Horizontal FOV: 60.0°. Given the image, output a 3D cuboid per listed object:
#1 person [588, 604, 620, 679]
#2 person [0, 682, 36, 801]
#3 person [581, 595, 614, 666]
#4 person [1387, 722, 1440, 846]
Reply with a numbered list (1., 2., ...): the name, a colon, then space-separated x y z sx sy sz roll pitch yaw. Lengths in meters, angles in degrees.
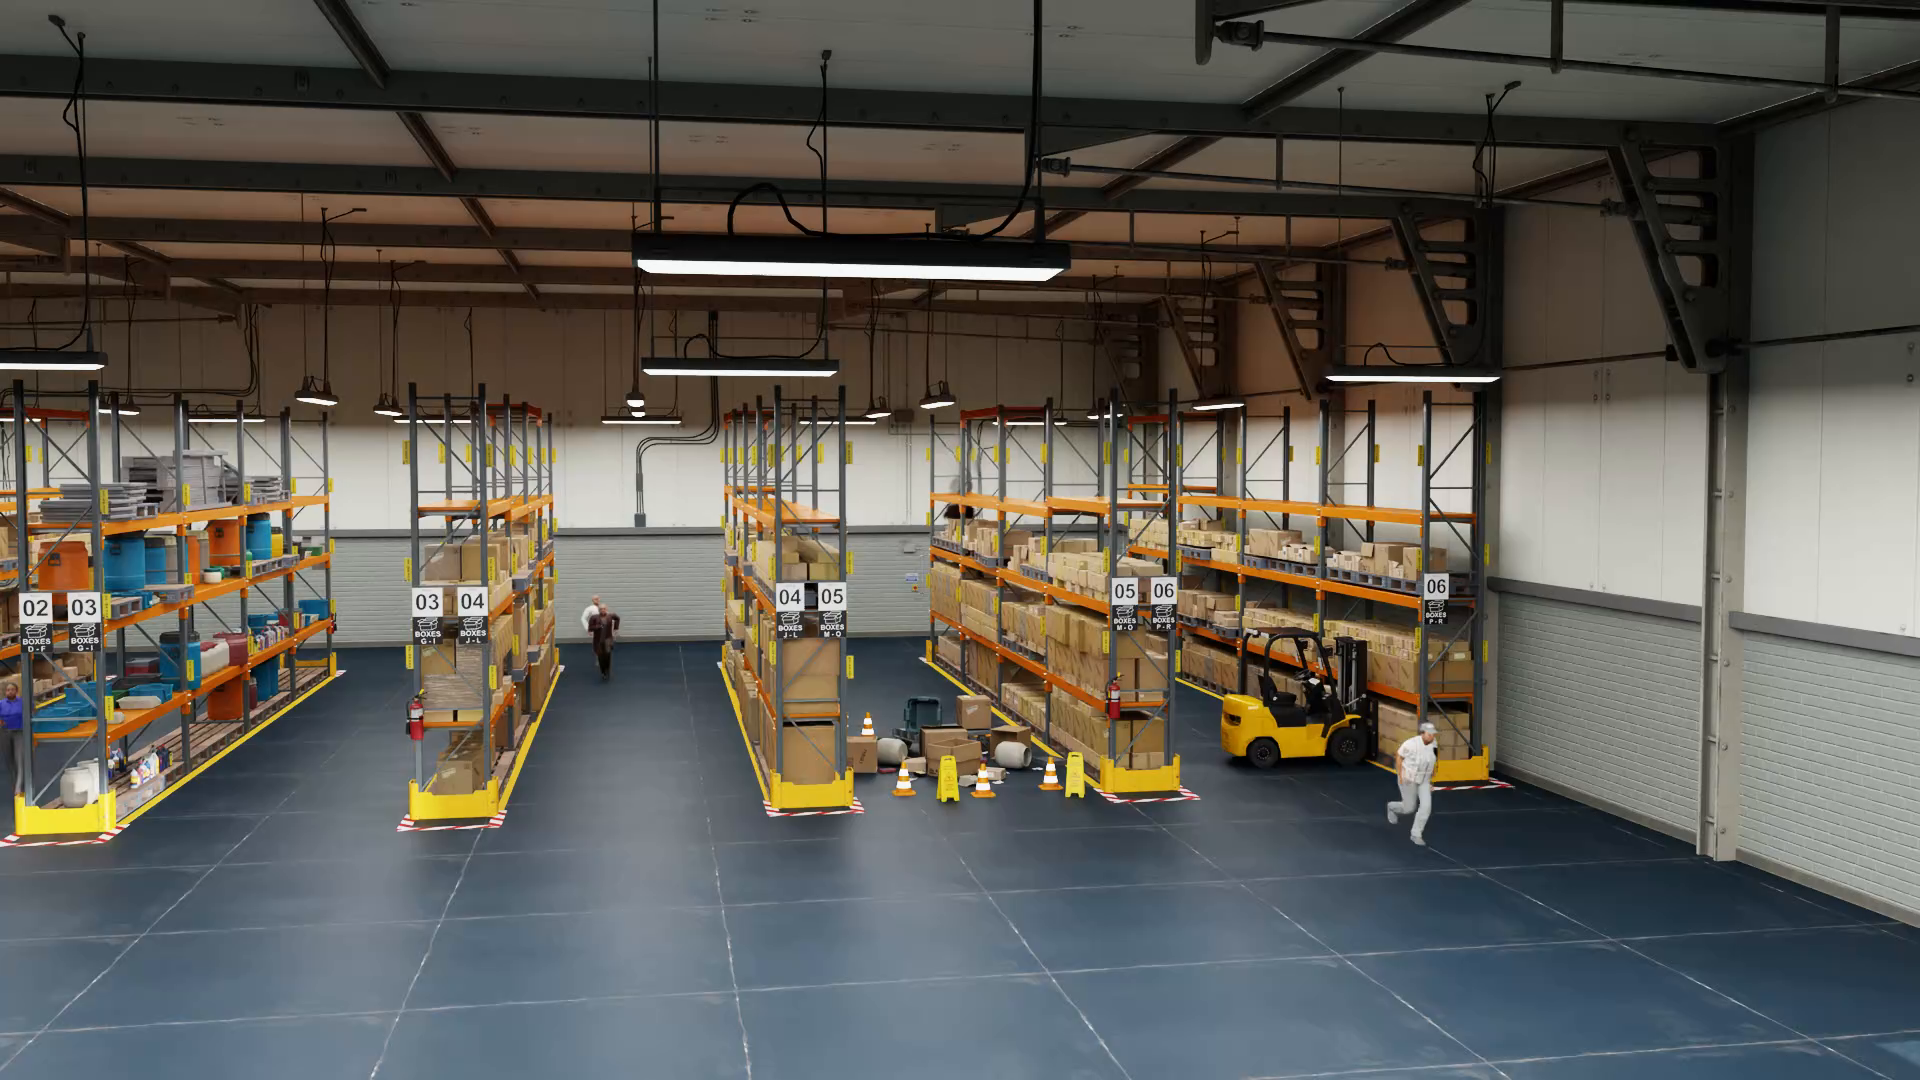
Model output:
1. person: -7.904 2.346 36.938 0.681 1.518 0.933 0 3 -10
2. person: -13.910 2.978 24.419 0.569 1.591 0.851 -1 3 -20
3. person: -8.465 2.167 39.245 0.625 1.755 0.765 2 3 29
4. person: 5.908 3.137 21.635 0.606 1.618 0.892 -1 3 -26
